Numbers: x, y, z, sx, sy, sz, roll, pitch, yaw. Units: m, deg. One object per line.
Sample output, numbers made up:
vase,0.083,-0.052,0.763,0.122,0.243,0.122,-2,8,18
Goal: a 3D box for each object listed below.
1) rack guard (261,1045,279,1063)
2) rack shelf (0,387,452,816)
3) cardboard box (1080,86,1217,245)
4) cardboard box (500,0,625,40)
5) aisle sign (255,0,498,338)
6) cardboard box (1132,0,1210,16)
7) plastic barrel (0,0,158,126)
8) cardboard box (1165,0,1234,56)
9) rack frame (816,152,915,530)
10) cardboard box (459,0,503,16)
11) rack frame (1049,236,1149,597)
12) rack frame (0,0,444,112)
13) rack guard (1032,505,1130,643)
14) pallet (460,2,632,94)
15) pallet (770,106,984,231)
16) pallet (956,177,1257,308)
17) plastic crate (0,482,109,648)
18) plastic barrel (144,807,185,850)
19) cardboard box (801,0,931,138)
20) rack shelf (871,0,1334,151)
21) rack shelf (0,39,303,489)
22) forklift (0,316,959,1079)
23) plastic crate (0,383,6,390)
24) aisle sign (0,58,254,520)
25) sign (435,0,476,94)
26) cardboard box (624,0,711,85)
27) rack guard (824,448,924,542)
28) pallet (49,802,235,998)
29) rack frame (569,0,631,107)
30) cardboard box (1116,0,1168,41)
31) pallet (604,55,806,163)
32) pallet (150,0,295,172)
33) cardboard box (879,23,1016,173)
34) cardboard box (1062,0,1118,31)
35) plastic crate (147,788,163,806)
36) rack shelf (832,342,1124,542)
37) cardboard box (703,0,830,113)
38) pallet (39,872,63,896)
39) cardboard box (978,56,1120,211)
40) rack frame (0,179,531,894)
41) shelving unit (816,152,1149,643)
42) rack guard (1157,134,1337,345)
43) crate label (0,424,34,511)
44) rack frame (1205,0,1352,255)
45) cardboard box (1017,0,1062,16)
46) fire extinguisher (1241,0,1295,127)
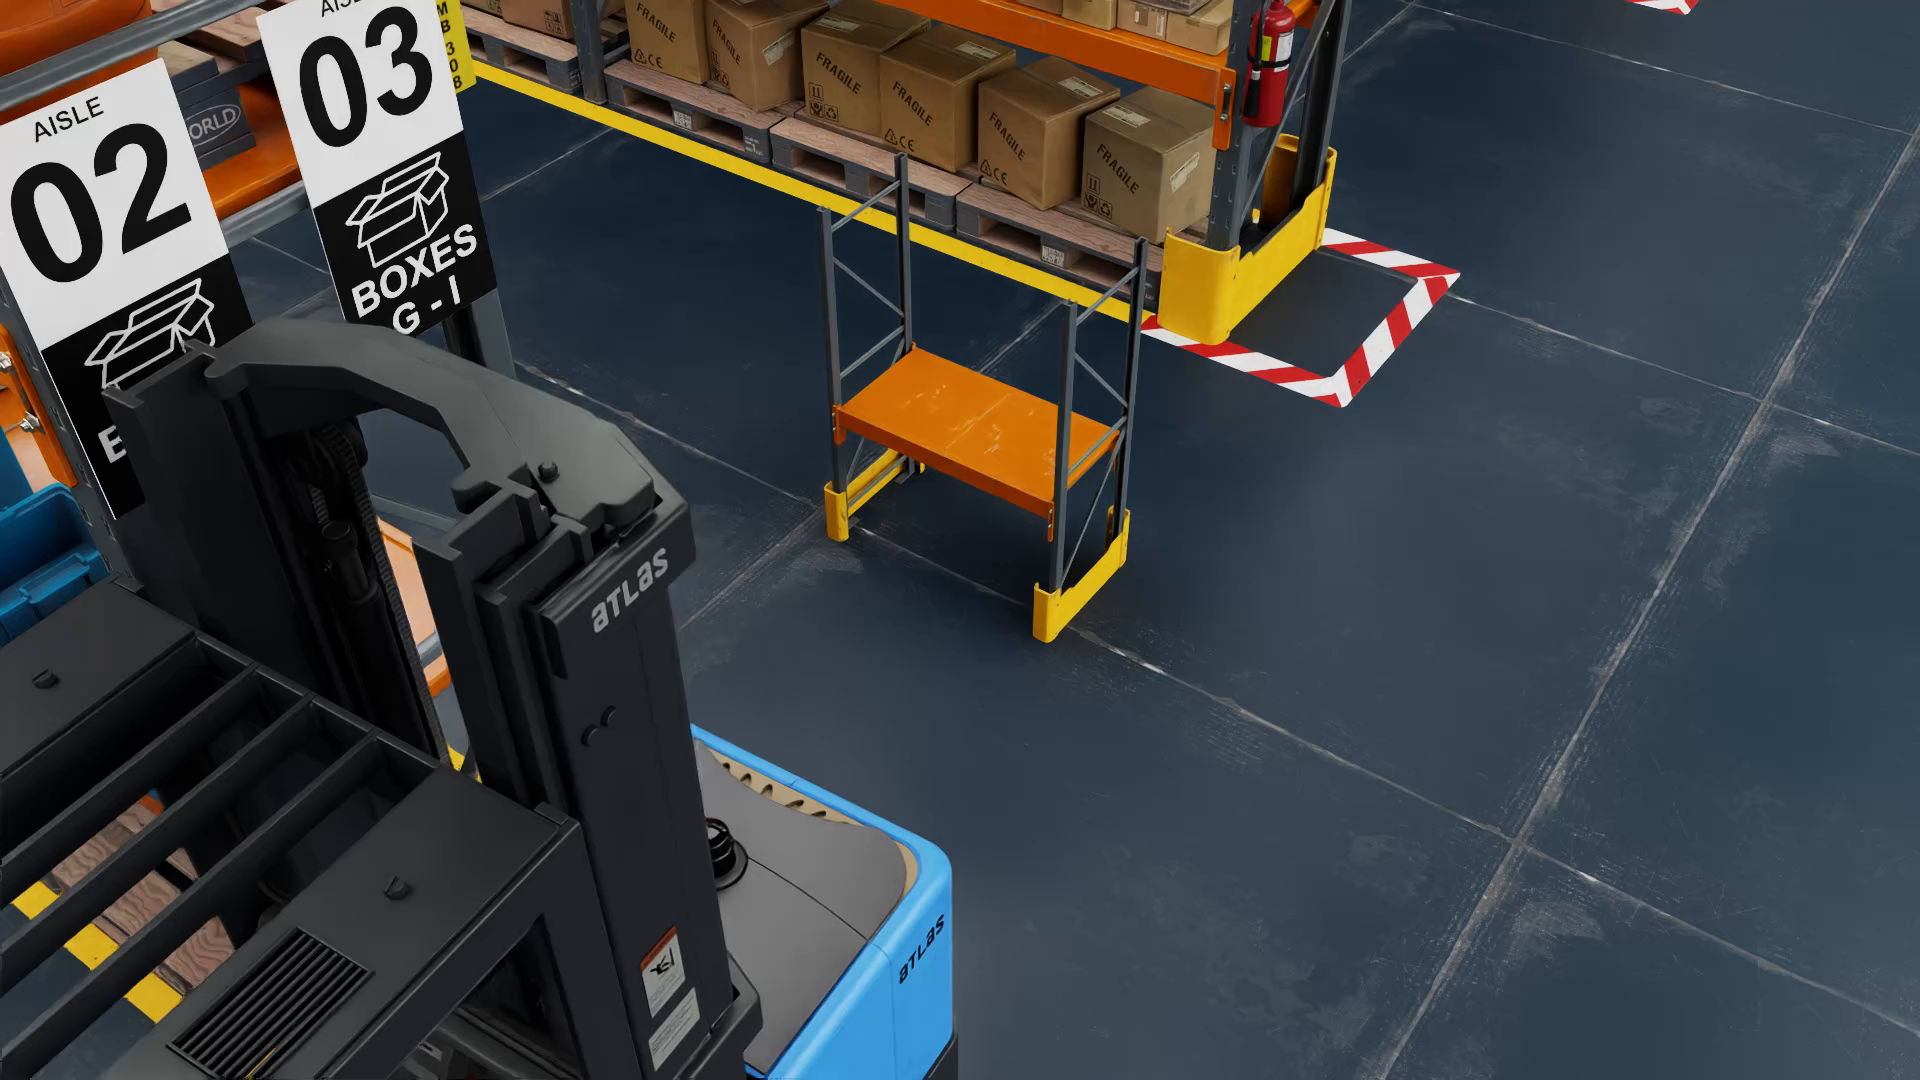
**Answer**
rack guard,-1.483,1.267,4.959,0.348,0.500,1.175,25,48,25
rack shelf,-3.031,-0.159,5.217,4.000,0.370,1.077,25,48,25
cardboard box,0.949,-1.838,8.115,0.500,0.500,0.500,-33,51,-31
cardboard box,-2.315,-3.376,9.818,0.500,0.500,0.700,22,46,22
aisle sign,-1.167,-0.762,3.403,0.004,0.787,0.394,25,48,25
cardboard box,1.016,-2.739,7.263,0.500,0.500,0.875,25,48,25
plastic barrel,-1.864,-1.212,2.969,0.708,0.830,0.600,25,48,25
cardboard box,1.098,-2.268,7.224,0.250,0.149,0.380,25,48,25
rack frame,-0.346,-0.721,6.431,0.032,1.500,0.500,25,48,25
cardboard box,-2.695,-3.569,10.034,0.500,0.500,0.700,25,47,25
rack frame,0.486,-0.332,5.996,0.032,1.500,0.500,25,48,25
rack frame,-1.394,-1.897,2.121,0.127,3.000,1.000,25,48,25
rack guard,0.470,0.127,6.421,0.087,0.250,0.587,25,48,25
pallet,-2.463,-3.155,10.117,1.213,0.211,1.003,25,48,25
pallet,-0.251,-2.153,8.998,1.213,0.211,1.003,25,48,25
pallet,0.743,-1.685,8.475,1.213,0.211,1.003,25,48,25
plastic crate,-2.504,0.114,4.484,0.408,0.251,0.499,25,48,25
plastic barrel,-2.387,0.707,5.261,0.421,0.512,0.421,0,42,0
cardboard box,-0.493,-2.537,8.895,0.500,0.500,0.500,21,46,22
rack shelf,-0.187,-2.863,8.239,4.000,0.370,1.077,25,48,25
rack shelf,-3.031,-1.277,4.217,4.000,0.370,1.077,25,48,25
forklift,-1.202,1.180,3.233,1.130,2.935,3.031,22,46,23
plastic crate,-3.194,-0.611,5.381,0.437,0.136,0.530,25,48,25
aisle sign,-1.505,-0.440,3.043,0.004,0.787,0.394,25,48,25
sign,-1.074,-1.081,3.452,0.005,0.325,0.100,25,48,25
cardboard box,-1.520,-2.947,9.353,0.500,0.500,0.500,24,47,24
rack guard,-0.345,-0.255,6.847,0.087,0.250,0.587,25,48,25
pallet,-2.145,1.061,5.406,1.213,0.211,1.003,25,48,25
rack frame,-1.825,-3.897,8.855,0.127,3.000,1.000,25,48,25
cardboard box,0.894,-2.364,7.331,0.250,0.149,0.380,25,48,25
pallet,-1.254,-2.620,9.519,1.213,0.211,1.003,25,48,25
pallet,-2.015,-1.079,3.598,1.213,0.211,1.003,25,48,25
cardboard box,-0.062,-2.299,8.629,0.500,0.500,0.500,30,50,29
cardboard box,0.660,-2.432,7.406,0.250,0.149,0.380,25,48,25
plastic crate,-1.975,0.366,4.203,0.616,0.251,0.499,25,48,25
rack shelf,0.070,-0.392,6.333,1.000,0.185,0.538,25,48,25
cardboard box,-1.047,-2.732,9.113,0.500,0.500,0.500,-26,48,-26
pallet,-3.140,0.593,5.929,1.213,0.211,1.003,25,48,25
cardboard box,0.440,-2.049,8.350,0.500,0.500,0.500,-29,49,-28
rack frame,-1.394,0.339,4.122,0.127,3.000,1.000,25,48,25
shelving unit,0.062,-0.530,6.217,1.083,1.500,0.587,25,48,25
rack guard,1.388,-1.463,8.010,0.348,0.500,1.175,25,48,25
crate label,-3.056,-0.231,4.733,0.616,0.435,0.502,25,48,25
rack frame,1.450,-2.365,7.144,0.127,3.000,1.000,25,48,25
cardboard box,0.464,-2.536,7.523,0.250,0.149,0.380,25,48,25
fire extinguisher,1.279,-2.041,6.839,0.183,0.674,0.296,25,48,25
